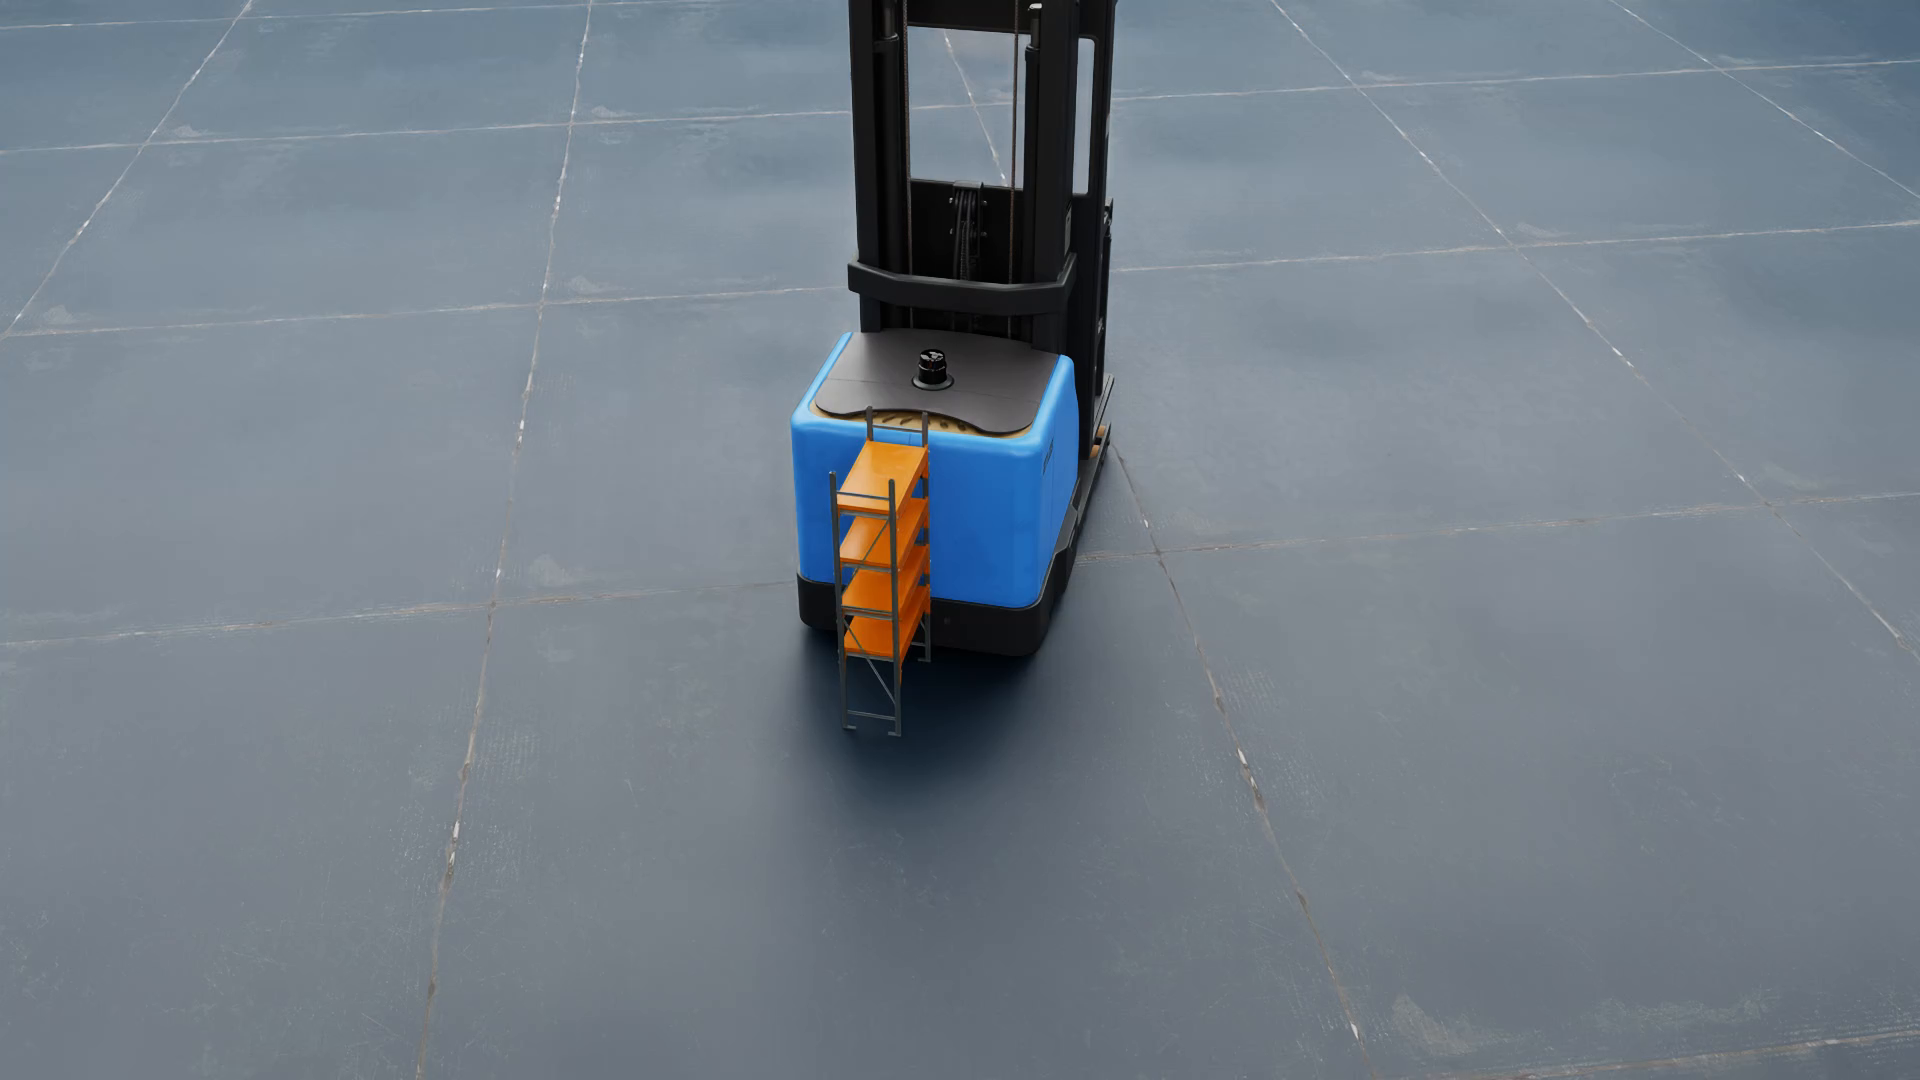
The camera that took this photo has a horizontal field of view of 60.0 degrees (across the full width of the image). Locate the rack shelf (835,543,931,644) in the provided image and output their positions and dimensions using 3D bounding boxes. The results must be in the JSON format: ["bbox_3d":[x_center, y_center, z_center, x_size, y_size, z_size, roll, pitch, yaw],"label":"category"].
[{"bbox_3d":[-0.296,0.189,6.527,0.258,0.148,0.480,7,35,11],"label":"rack shelf"}]

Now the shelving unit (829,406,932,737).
[{"bbox_3d":[-0.296,0.133,6.489,0.258,1.200,0.503,7,35,11],"label":"shelving unit"}]

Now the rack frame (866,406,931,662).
[{"bbox_3d":[-0.241,0.000,6.685,0.240,1.200,0.015,7,35,11],"label":"rack frame"}]

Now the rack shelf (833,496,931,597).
[{"bbox_3d":[-0.296,0.004,6.401,0.258,0.148,0.480,7,35,11],"label":"rack shelf"}]

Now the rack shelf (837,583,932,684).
[{"bbox_3d":[-0.296,0.353,6.638,0.258,0.148,0.480,7,35,11],"label":"rack shelf"}]

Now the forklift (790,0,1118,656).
[{"bbox_3d":[0.140,-1.553,7.427,1.130,2.935,3.031,7,35,11],"label":"forklift"}]

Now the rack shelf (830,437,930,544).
[{"bbox_3d":[-0.296,-0.191,6.267,0.258,0.148,0.480,7,35,11],"label":"rack shelf"}]

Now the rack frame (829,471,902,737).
[{"bbox_3d":[-0.351,0.267,6.292,0.240,1.200,0.015,7,35,11],"label":"rack frame"}]
